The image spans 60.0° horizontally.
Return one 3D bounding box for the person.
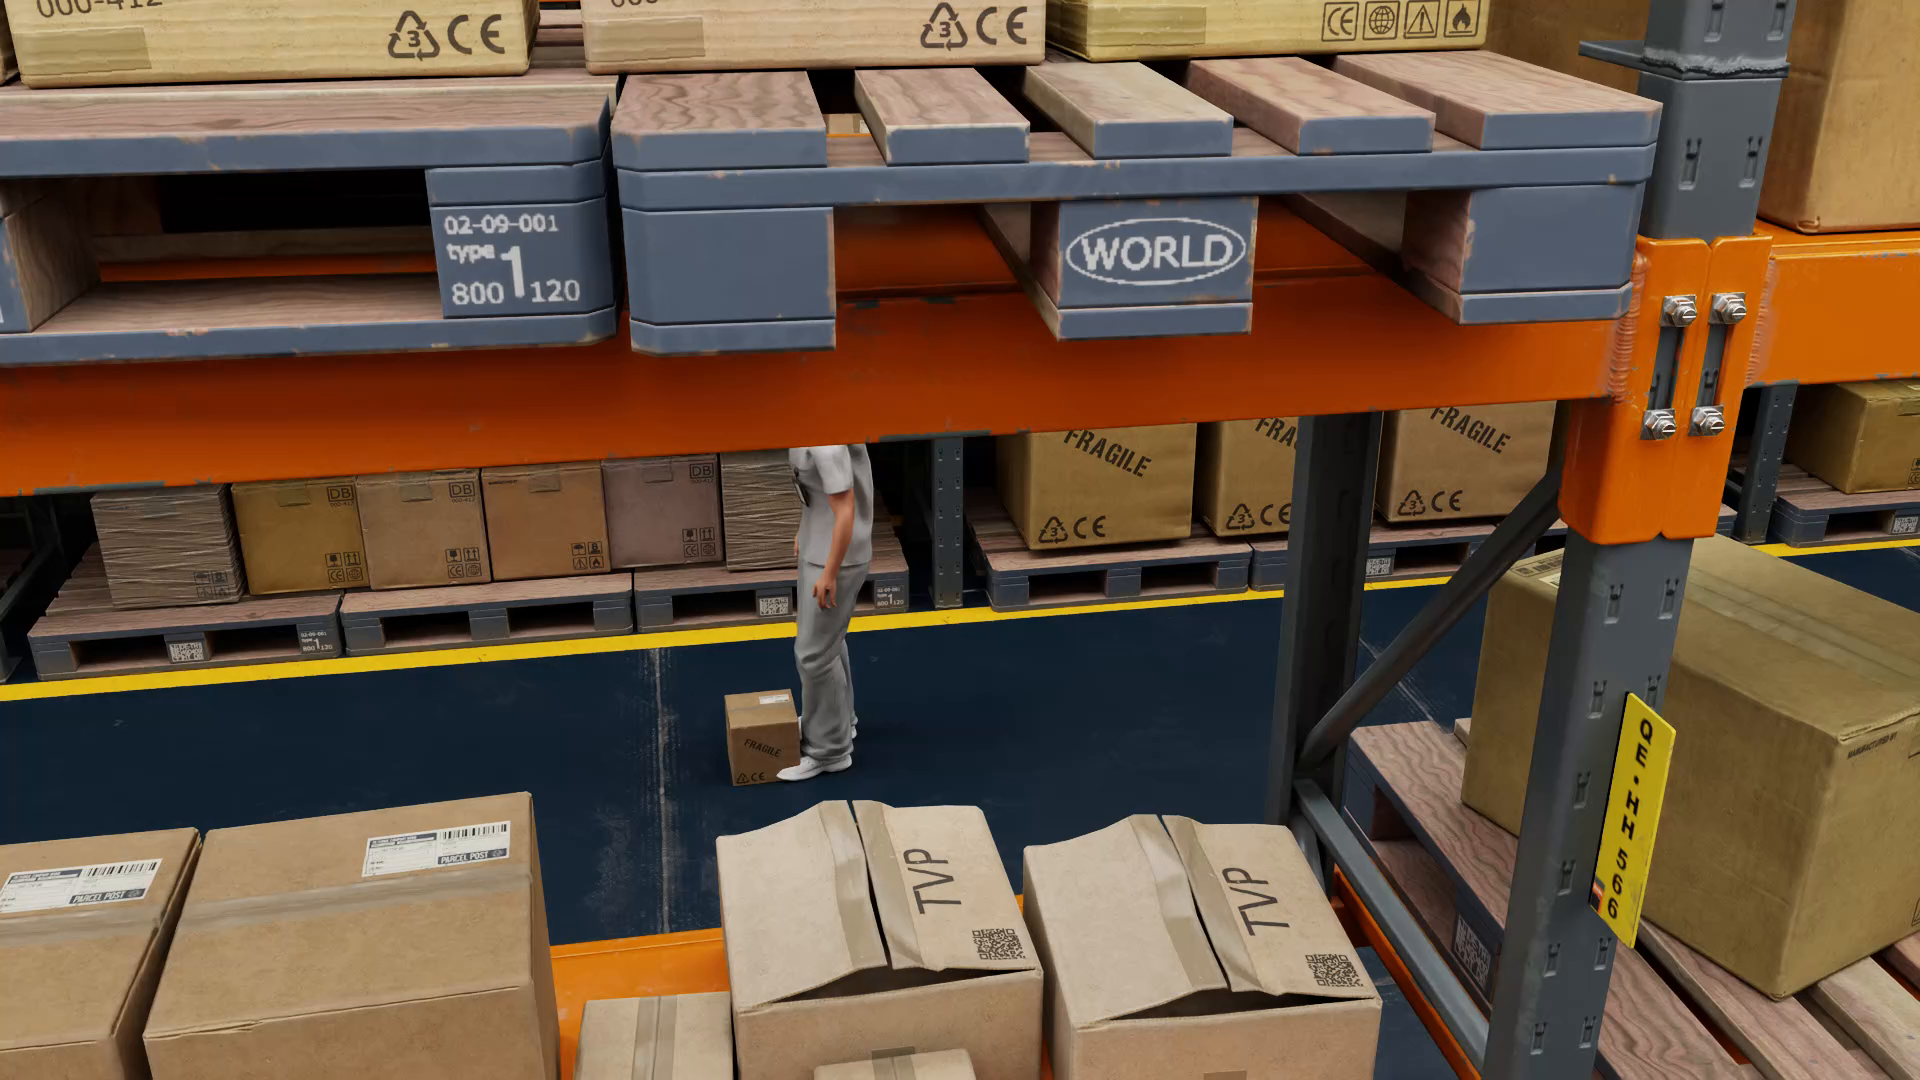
[{"bbox_3d":[-0.520,0.060,5.962,0.415,1.672,0.495,-6,24,-13],"label":"person"}]
